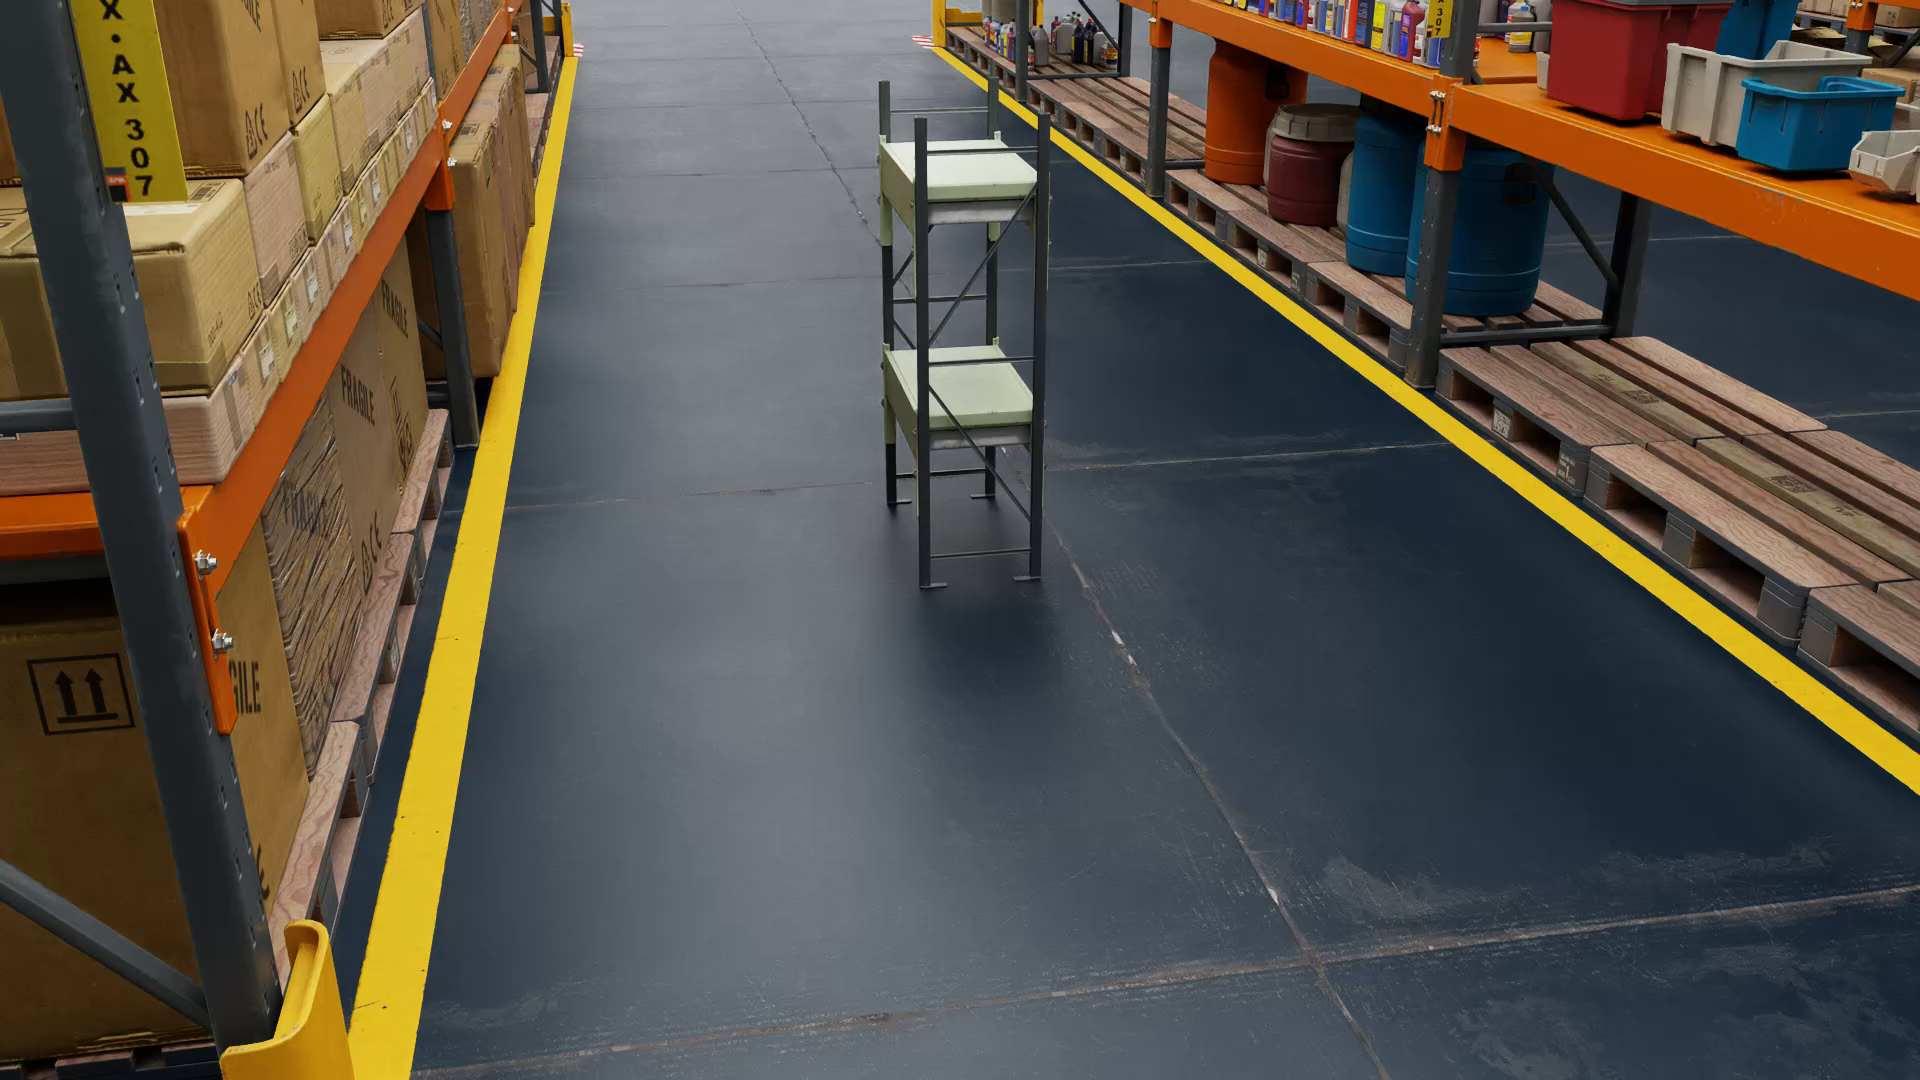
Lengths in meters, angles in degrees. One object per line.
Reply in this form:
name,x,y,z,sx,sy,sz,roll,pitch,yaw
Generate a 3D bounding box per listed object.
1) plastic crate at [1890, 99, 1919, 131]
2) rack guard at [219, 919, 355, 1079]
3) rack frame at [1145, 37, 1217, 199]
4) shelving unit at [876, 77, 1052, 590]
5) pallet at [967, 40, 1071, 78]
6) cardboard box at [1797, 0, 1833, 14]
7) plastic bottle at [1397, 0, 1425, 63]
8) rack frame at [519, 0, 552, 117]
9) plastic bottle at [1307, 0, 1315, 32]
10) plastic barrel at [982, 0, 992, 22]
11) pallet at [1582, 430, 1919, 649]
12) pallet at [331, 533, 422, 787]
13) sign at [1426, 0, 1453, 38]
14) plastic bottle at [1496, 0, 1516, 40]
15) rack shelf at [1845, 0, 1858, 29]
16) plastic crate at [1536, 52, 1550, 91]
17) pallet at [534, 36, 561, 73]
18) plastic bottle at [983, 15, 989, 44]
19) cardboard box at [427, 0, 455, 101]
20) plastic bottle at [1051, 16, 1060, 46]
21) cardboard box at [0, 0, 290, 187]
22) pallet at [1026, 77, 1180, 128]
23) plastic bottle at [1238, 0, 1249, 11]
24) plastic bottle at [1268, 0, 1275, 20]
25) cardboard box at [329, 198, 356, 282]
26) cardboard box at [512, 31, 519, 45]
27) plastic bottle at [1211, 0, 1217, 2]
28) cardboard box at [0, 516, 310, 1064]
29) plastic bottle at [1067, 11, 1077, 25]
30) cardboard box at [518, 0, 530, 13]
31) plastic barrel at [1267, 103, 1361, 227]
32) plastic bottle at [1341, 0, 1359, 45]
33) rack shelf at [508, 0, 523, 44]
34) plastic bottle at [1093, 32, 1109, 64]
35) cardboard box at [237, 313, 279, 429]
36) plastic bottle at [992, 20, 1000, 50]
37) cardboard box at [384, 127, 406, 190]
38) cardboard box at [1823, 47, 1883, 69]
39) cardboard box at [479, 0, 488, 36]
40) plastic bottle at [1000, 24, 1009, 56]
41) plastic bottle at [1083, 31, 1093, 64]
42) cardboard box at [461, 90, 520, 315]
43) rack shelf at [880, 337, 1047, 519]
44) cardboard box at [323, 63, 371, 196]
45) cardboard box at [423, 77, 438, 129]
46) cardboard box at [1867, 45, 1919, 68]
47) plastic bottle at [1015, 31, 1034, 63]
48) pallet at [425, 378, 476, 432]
plastic crate,3.080,-1.329,5.300,0.293,0.136,0.466,-4,24,-10
rack guard,-1.661,1.010,2.813,1.175,0.500,0.348,-4,24,-10
rack frame,1.723,-3.658,10.379,1.000,3.000,0.127,-4,24,-10
shelving unit,-0.001,-0.690,5.456,0.431,1.500,0.755,-4,24,-10
pallet,0.671,-4.702,16.252,1.003,0.211,1.213,-4,24,-10
cardboard box,10.019,-6.229,19.074,0.500,0.311,0.500,-7,25,-16
plastic bottle,1.984,-2.250,7.300,0.061,0.283,0.133,-4,24,-10
rack frame,-3.884,-4.865,13.142,1.000,3.000,0.127,-4,24,-10
plastic bottle,1.795,-2.655,8.329,0.097,0.201,0.097,0,24,0
plastic barrel,0.440,-5.604,17.418,0.421,0.512,0.421,0,24,0
pallet,2.866,-0.040,5.578,1.003,0.211,1.213,-4,24,-10
pallet,-2.112,0.345,4.696,1.003,0.211,1.213,-4,24,-10
sign,1.921,-2.172,6.629,0.100,0.325,0.005,-4,24,-10
plastic bottle,2.650,-2.557,8.002,0.061,0.283,0.133,-4,24,-10
rack shelf,6.222,-4.480,13.160,1.077,0.370,4.000,-4,24,-10
plastic crate,2.408,-1.798,6.374,0.396,0.136,0.243,-4,24,-10
pallet,-4.495,-4.809,16.496,1.003,0.211,1.213,-4,24,-10
plastic bottle,0.272,-5.020,16.356,0.097,0.271,0.097,0,24,0
cardboard box,-2.244,-1.964,6.373,0.500,0.500,0.500,-4,24,-10
plastic bottle,0.929,-4.963,16.209,0.061,0.283,0.133,-4,24,-10
cardboard box,-1.581,-0.962,3.083,0.500,0.500,0.500,-5,24,-11
pallet,1.166,-3.648,13.838,1.003,0.211,1.213,-4,24,-10
plastic bottle,1.593,-3.082,9.205,0.061,0.283,0.133,-4,24,-10
plastic bottle,1.693,-2.903,8.811,0.097,0.271,0.097,0,24,0
cardboard box,-1.647,-0.700,3.918,0.380,0.149,0.250,-5,24,-10
cardboard box,-3.792,-3.678,12.997,0.700,0.500,0.500,-6,24,-14
plastic bottle,1.501,-3.278,9.654,0.061,0.283,0.133,-4,24,-10
cardboard box,-1.862,0.390,3.238,0.875,0.875,0.875,-4,24,-10
plastic bottle,1.094,-4.882,15.941,0.144,0.351,0.185,-3,24,-8
cardboard box,-4.284,-4.758,15.496,0.500,0.500,0.500,-2,24,-5
plastic barrel,2.039,-2.110,9.322,0.600,0.588,0.708,-4,24,-10
plastic bottle,1.911,-2.501,7.884,0.152,0.276,0.135,-4,24,-10
rack shelf,-3.515,-3.749,11.484,1.077,0.370,4.000,-4,24,-10
plastic bottle,1.268,-4.468,15.086,0.152,0.276,0.135,-3,24,-8
cardboard box,-1.456,-0.295,2.991,0.380,0.149,0.250,-5,24,-11
plastic bottle,0.354,-4.846,15.957,0.097,0.271,0.097,0,24,0
cardboard box,-1.836,-1.103,4.841,0.380,0.149,0.250,-4,24,-9
cardboard box,6.253,-3.401,11.999,0.500,0.311,0.500,-4,24,-8
cardboard box,-2.624,-2.761,8.200,0.500,0.500,0.500,-5,24,-11
plastic bottle,0.459,-4.684,15.580,0.152,0.276,0.135,-4,24,-9
plastic bottle,1.164,-4.463,15.066,0.061,0.283,0.133,-4,24,-10
cardboard box,-2.709,-1.539,7.656,1.225,0.875,0.875,-5,24,-12
rack shelf,-0.001,-0.391,5.586,0.431,0.370,0.720,-4,24,-10
cardboard box,-1.782,-1.028,4.172,0.500,0.250,0.500,-5,24,-11
cardboard box,-2.027,-1.508,5.768,0.380,0.149,0.250,-4,24,-9
cardboard box,6.783,-3.441,12.090,0.500,0.311,0.500,-4,24,-8
plastic bottle,0.581,-4.451,14.954,0.144,0.351,0.185,-5,24,-11
pallet,-2.622,-0.738,7.177,1.003,0.211,1.213,-4,24,-10
